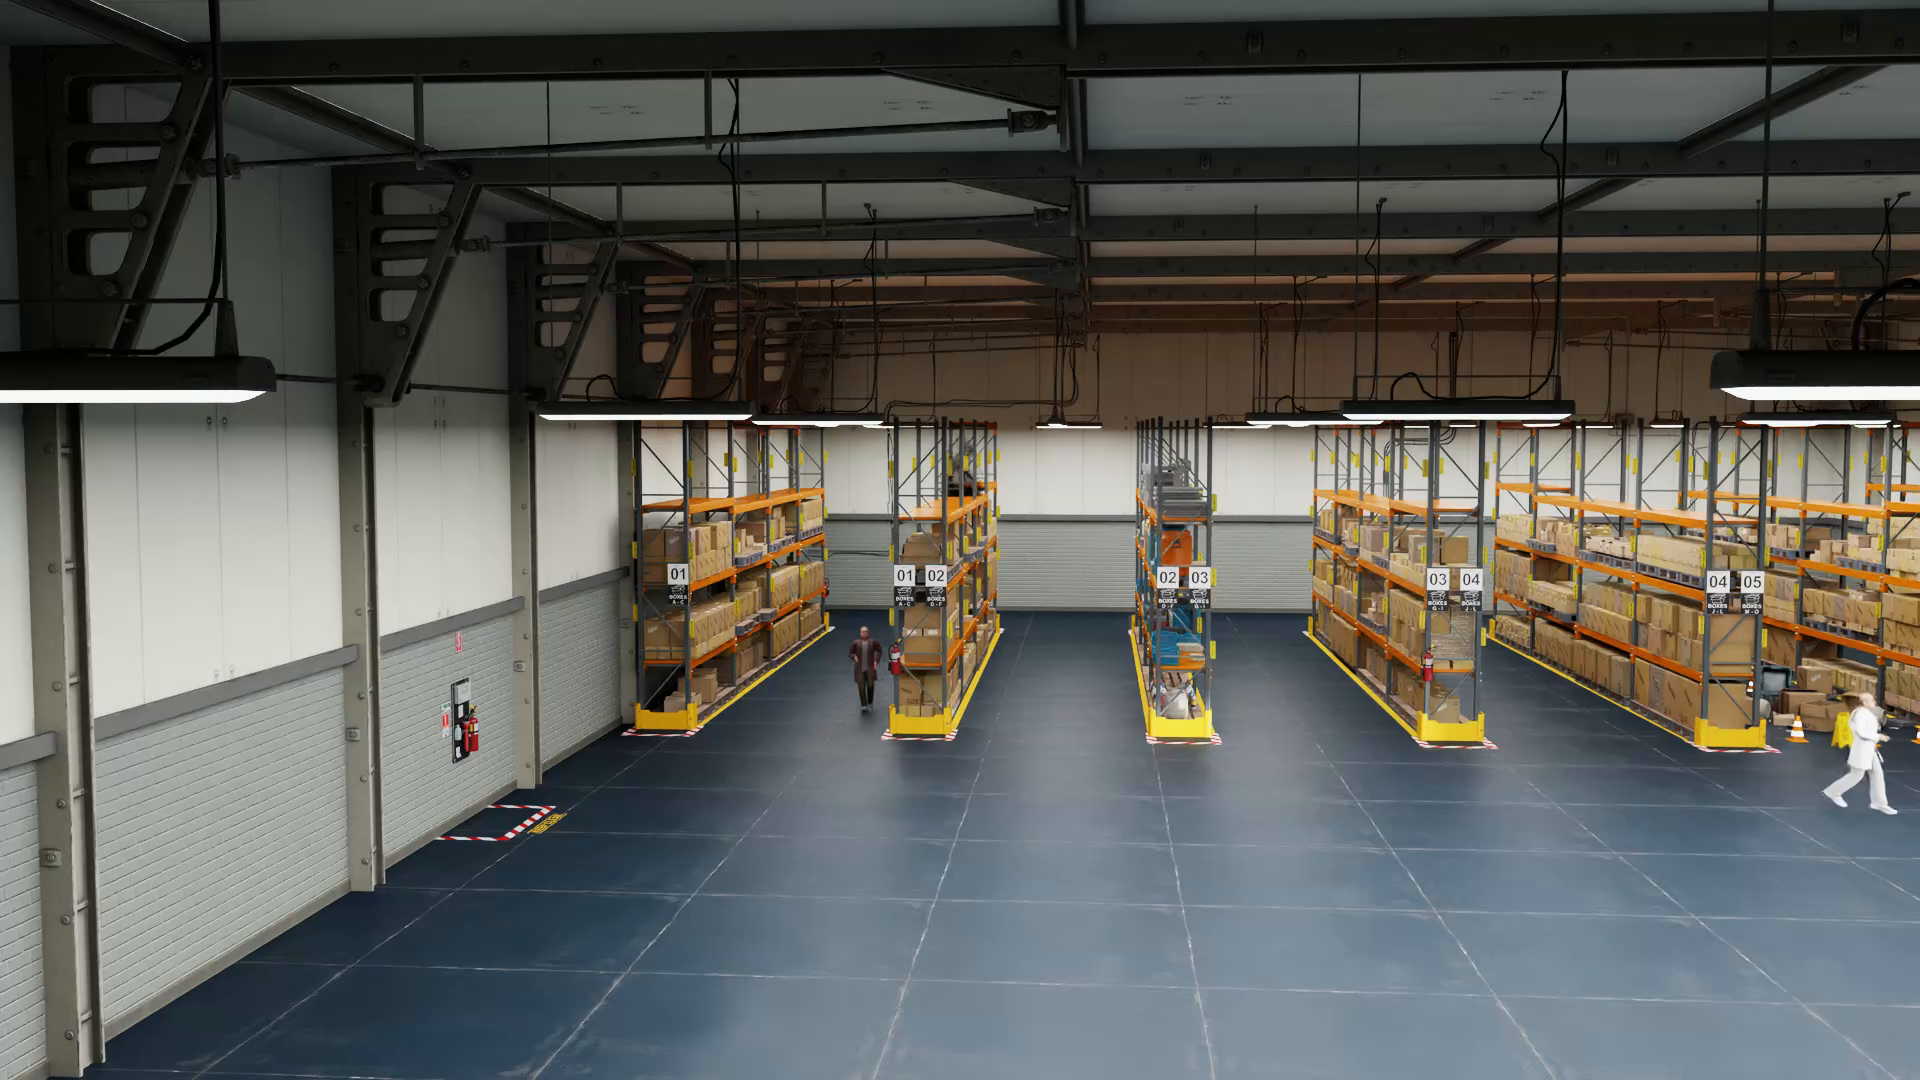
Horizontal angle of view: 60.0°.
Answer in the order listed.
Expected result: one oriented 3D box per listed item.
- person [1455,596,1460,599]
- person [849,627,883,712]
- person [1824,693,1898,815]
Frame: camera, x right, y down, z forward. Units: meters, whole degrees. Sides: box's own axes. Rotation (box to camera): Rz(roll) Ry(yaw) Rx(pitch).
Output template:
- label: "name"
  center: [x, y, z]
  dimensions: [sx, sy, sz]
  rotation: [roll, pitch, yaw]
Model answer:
- label: "person"
  center: [14.052, 1.911, 47.059]
  dimensions: [0.508, 1.512, 0.620]
  rotation: [-3, 5, -41]
- label: "person"
  center: [-1.920, 2.641, 33.746]
  dimensions: [0.687, 1.751, 0.690]
  rotation: [0, 4, 0]
- label: "person"
  center: [13.569, 3.194, 25.023]
  dimensions: [0.987, 1.795, 0.698]
  rotation: [3, 5, 41]
